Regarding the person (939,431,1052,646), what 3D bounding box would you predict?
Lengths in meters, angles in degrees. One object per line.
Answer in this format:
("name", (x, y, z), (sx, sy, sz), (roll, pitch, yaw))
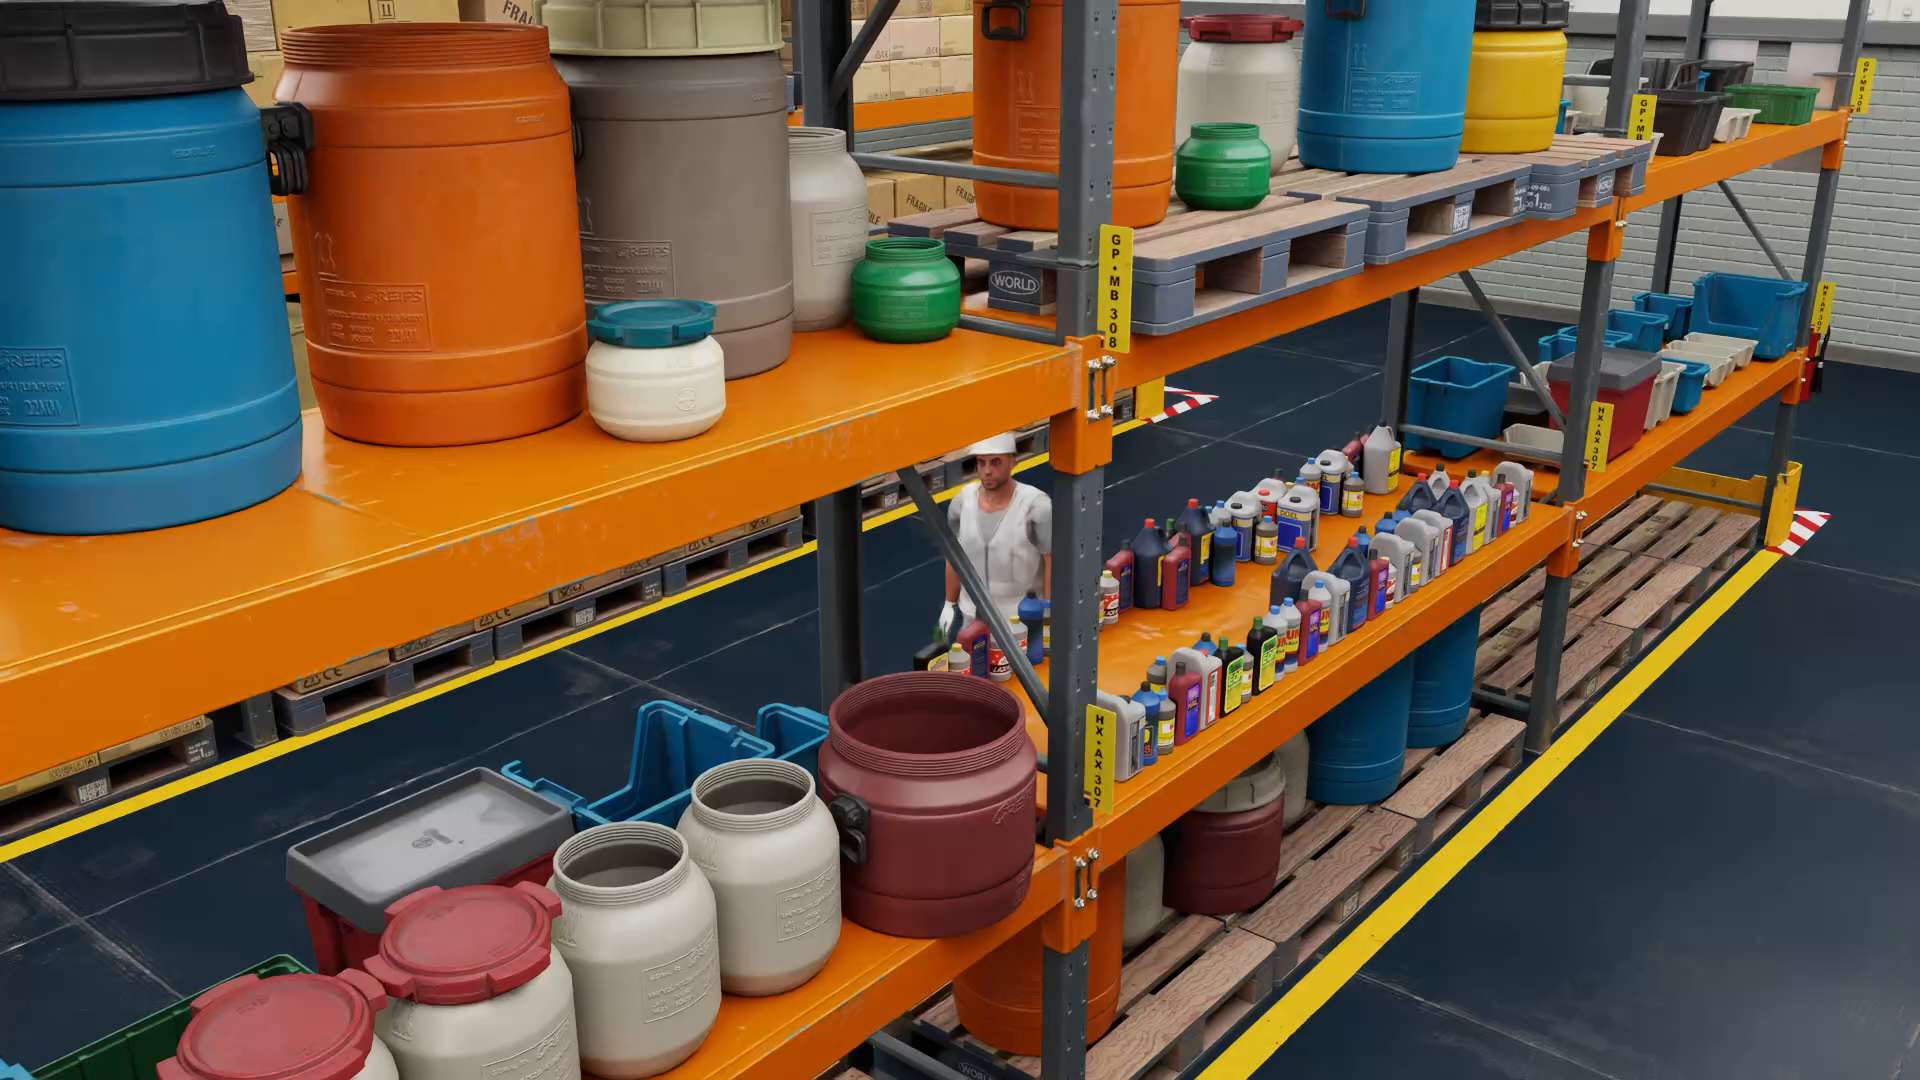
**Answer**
("person", (0.188, 0.340, 7.532), (0.617, 1.792, 0.461), (10, 22, 25))
